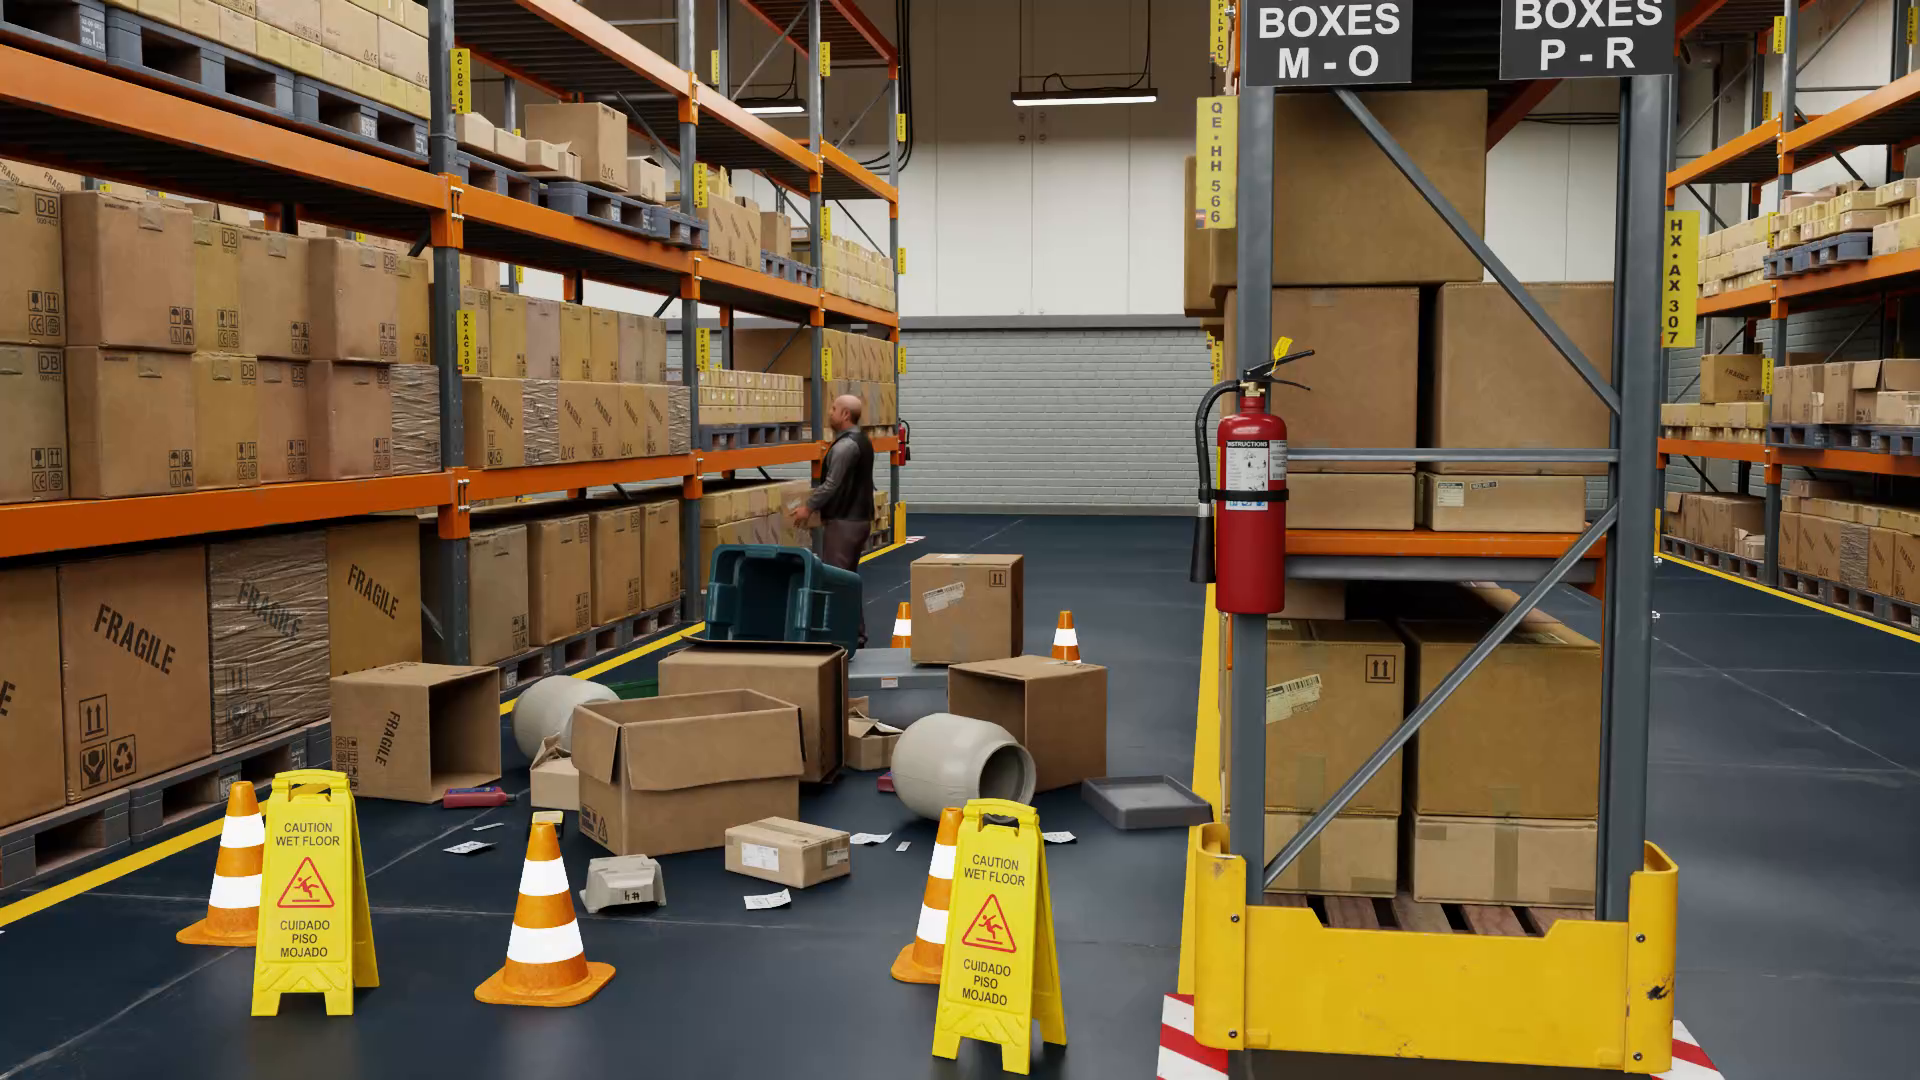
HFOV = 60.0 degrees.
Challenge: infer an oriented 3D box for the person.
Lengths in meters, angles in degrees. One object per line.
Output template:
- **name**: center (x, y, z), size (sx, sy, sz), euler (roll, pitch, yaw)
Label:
- **person**: center (-0.845, -0.100, 11.058), size (0.535, 1.726, 0.521), euler (1, 4, 8)
